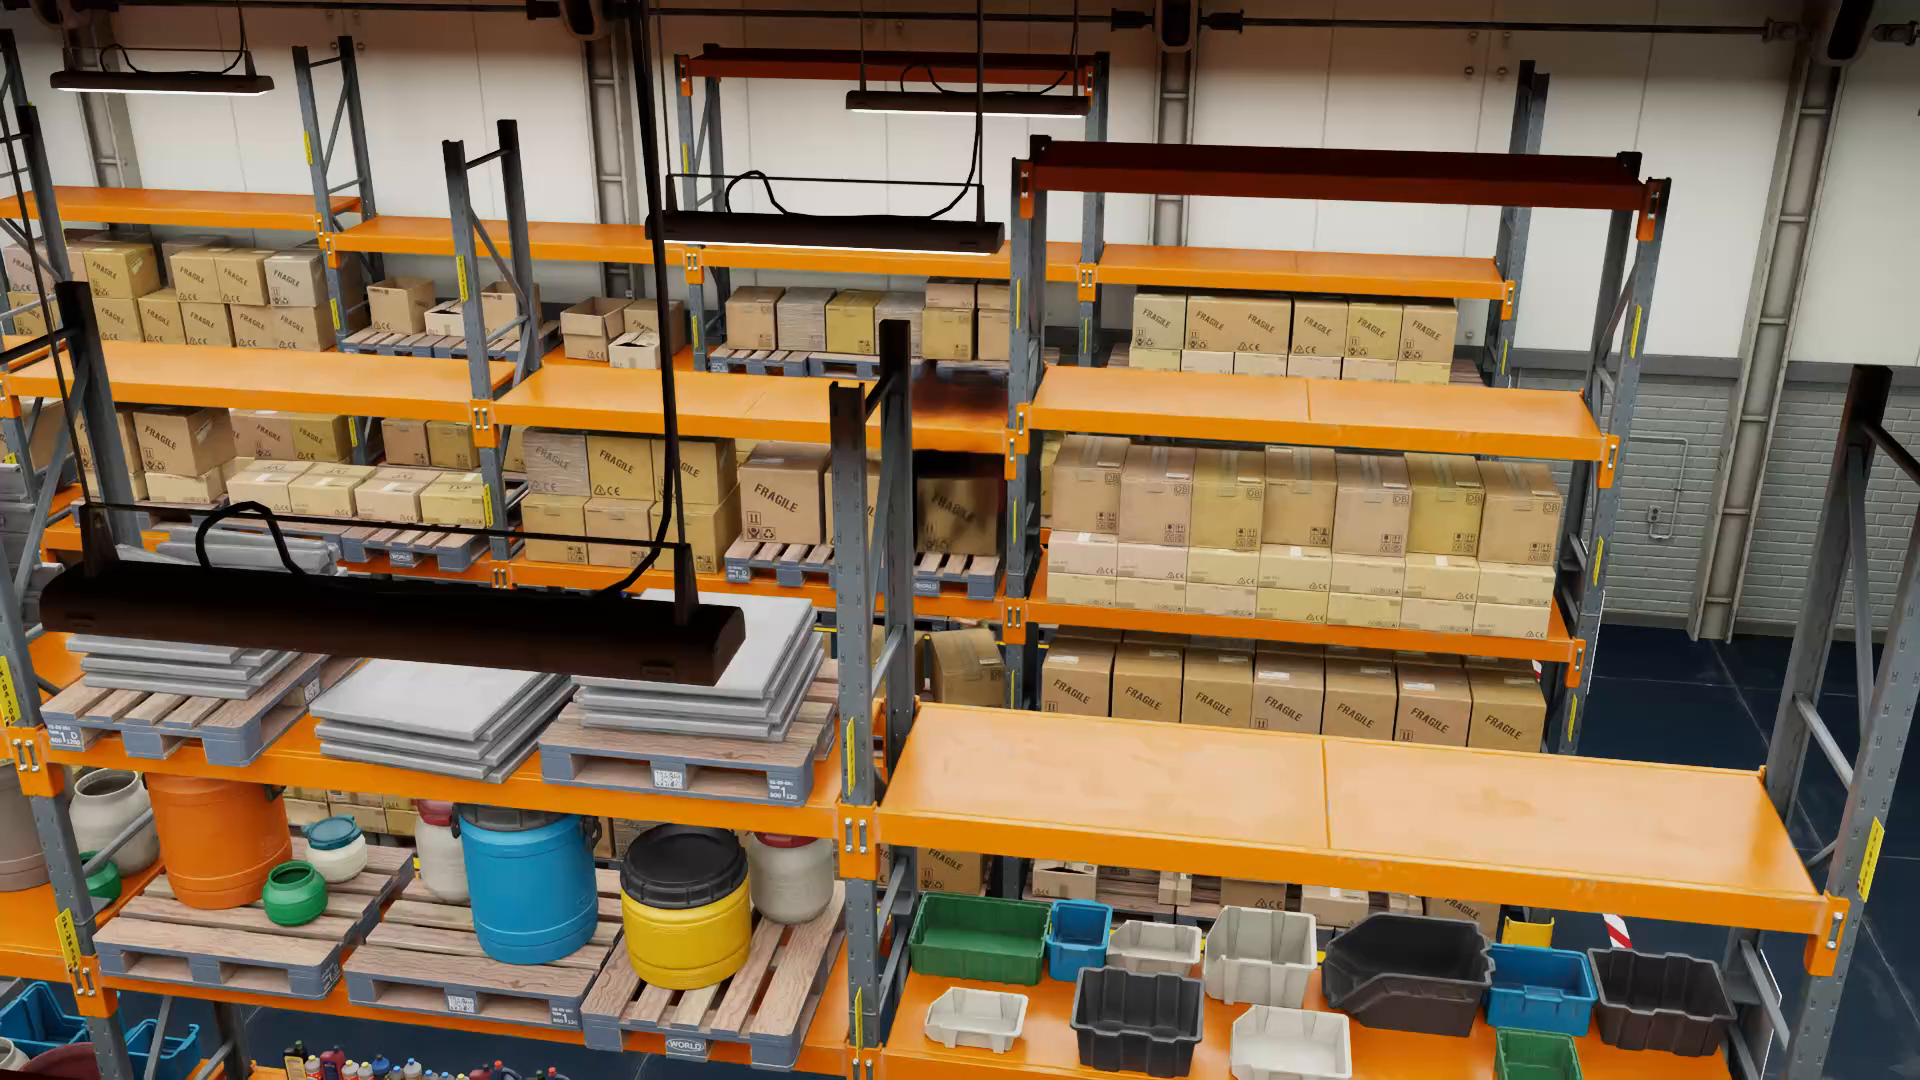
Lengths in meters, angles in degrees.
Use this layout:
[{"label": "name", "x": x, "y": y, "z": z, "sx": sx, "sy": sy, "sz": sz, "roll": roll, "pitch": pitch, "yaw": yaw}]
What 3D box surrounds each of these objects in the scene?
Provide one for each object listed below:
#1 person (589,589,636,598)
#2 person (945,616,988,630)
[{"label": "person", "x": -3.458, "y": 0.704, "z": 16.650, "sx": 0.553, "sy": 1.704, "sz": 0.333, "roll": 6, "pitch": 24, "yaw": 13}, {"label": "person", "x": 0.104, "y": 0.934, "z": 15.837, "sx": 0.997, "sy": 1.642, "sz": 0.619, "roll": 3, "pitch": 23, "yaw": 7}]
